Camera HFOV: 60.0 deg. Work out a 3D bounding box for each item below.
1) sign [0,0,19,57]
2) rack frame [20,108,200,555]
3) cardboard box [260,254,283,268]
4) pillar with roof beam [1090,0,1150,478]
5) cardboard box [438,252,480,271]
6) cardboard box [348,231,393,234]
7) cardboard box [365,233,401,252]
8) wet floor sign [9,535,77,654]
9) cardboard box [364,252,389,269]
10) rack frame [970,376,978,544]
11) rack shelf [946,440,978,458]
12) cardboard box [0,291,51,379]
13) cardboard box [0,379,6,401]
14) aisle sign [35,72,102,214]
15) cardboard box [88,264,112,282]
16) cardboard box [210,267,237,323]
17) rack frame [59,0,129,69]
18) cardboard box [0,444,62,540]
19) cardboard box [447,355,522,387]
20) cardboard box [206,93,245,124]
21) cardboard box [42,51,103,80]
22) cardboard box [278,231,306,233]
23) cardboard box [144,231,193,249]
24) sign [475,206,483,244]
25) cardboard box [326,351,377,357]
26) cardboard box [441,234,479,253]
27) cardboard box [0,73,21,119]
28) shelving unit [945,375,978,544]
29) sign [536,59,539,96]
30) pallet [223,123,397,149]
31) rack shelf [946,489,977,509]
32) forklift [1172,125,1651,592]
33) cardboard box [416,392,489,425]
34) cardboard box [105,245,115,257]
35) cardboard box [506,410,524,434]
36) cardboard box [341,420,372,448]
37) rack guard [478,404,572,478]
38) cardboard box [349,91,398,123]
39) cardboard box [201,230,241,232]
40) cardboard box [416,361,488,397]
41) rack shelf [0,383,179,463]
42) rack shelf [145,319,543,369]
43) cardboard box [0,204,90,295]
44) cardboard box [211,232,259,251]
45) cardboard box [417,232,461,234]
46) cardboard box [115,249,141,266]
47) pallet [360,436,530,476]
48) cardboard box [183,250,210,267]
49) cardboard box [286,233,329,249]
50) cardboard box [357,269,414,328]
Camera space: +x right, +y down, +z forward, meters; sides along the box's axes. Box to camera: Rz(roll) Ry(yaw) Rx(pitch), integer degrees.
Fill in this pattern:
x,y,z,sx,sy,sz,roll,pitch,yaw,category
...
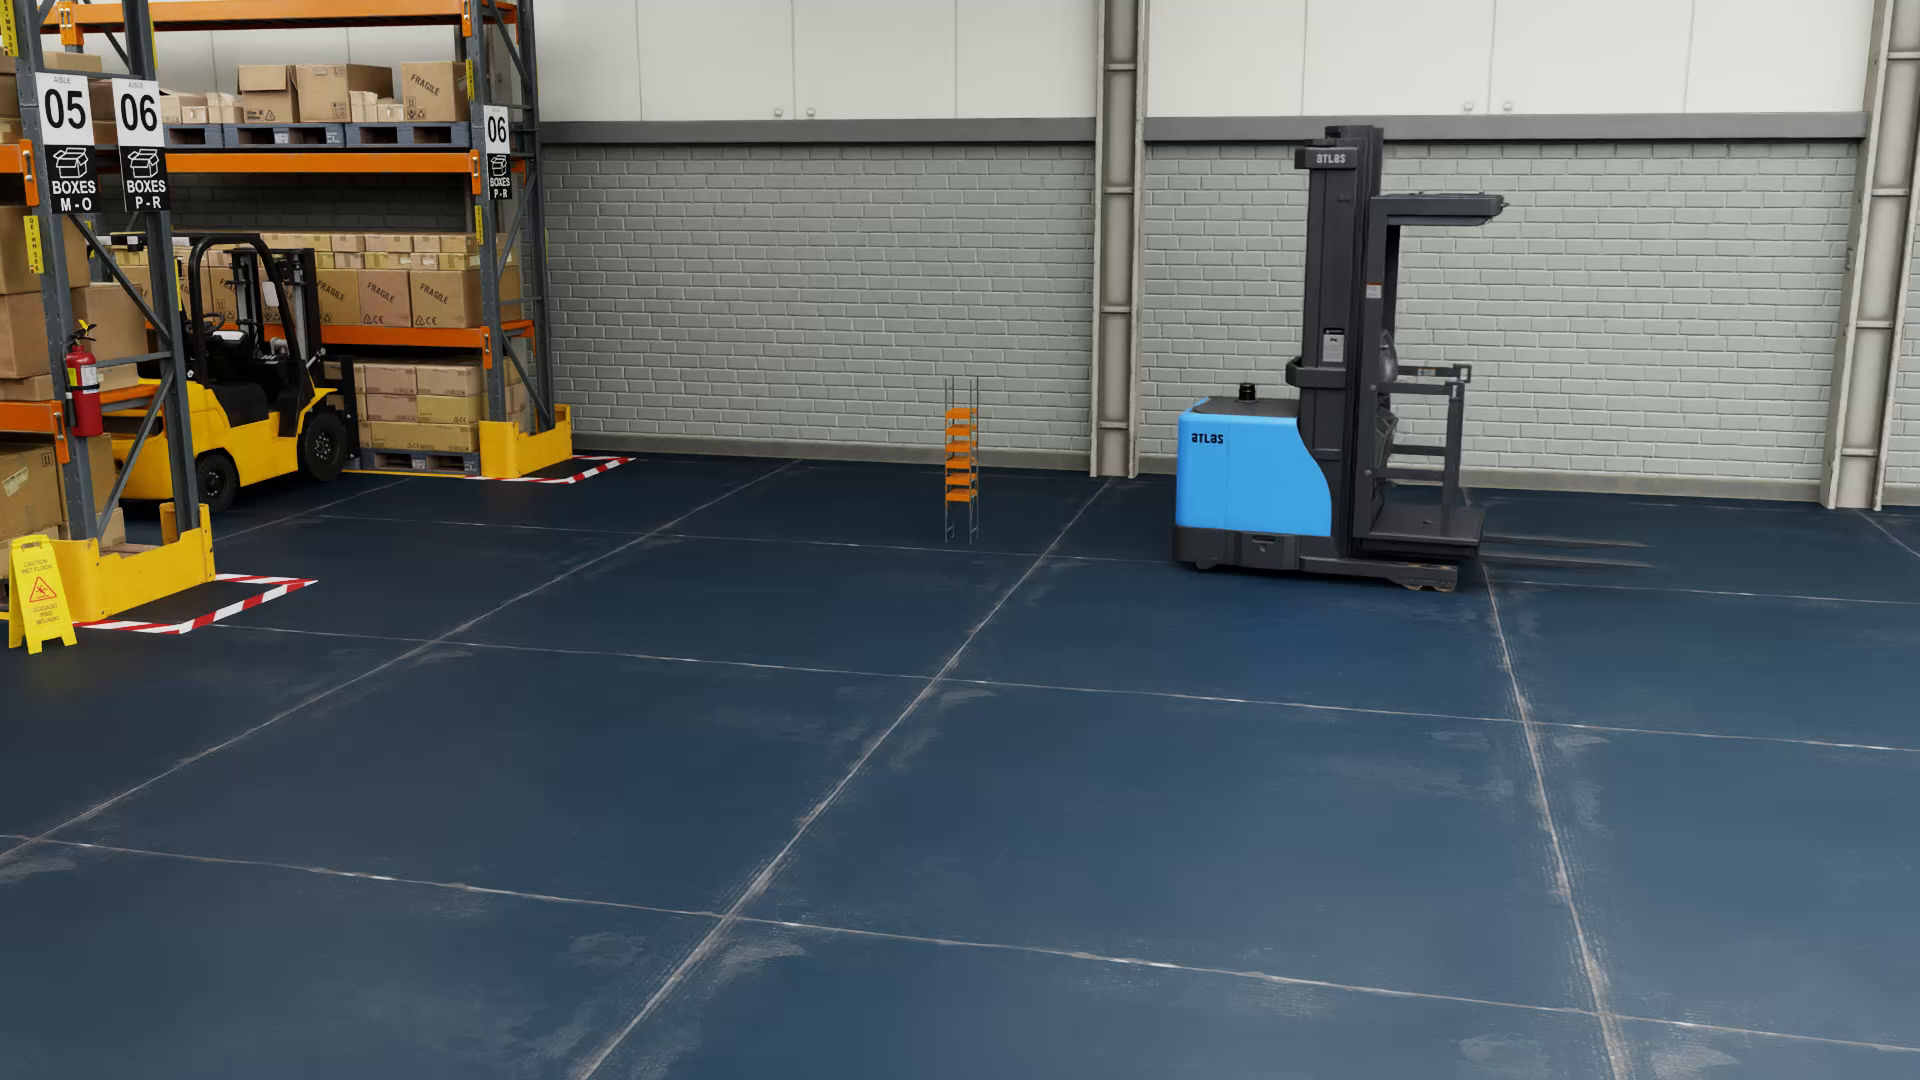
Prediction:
x,y,z,sx,sy,sz,roll,pitch,yaw,category
-5.322,-2.875,9.295,0.005,0.325,0.100,3,13,14,sign
-5.169,-1.094,10.237,0.127,3.000,1.000,3,13,14,rack frame
-6.124,-2.554,15.093,0.250,0.149,0.380,3,13,12,cardboard box
0.350,-4.075,9.826,0.400,9.000,9.100,3,13,14,pillar with roof beam
-4.387,-2.462,14.677,0.250,0.149,0.380,3,13,14,cardboard box
-5.494,-2.801,15.517,0.250,0.149,0.380,3,13,12,cardboard box
-5.113,-2.665,14.906,0.250,0.149,0.380,3,13,14,cardboard box
-5.241,0.291,9.434,0.232,0.644,0.267,8,15,33,wet floor sign
-5.118,-2.511,14.896,0.250,0.149,0.380,3,13,13,cardboard box
0.103,-0.580,12.079,0.006,1.200,0.240,3,13,14,rack frame
0.014,-0.659,12.084,0.180,0.103,0.258,3,13,14,rack shelf
-5.762,-1.258,10.060,0.500,0.500,0.500,3,13,13,cardboard box
-5.856,-0.935,10.103,0.250,0.149,0.380,3,13,13,cardboard box
-5.179,-2.298,9.666,0.004,0.787,0.394,3,13,14,aisle sign
-8.405,-2.488,15.713,0.500,0.250,0.500,3,13,12,cardboard box
-6.497,-2.266,15.293,0.500,0.500,0.500,3,13,13,cardboard box
-7.867,-5.274,15.229,0.127,3.000,1.000,3,13,14,rack frame
-6.010,-0.309,10.349,0.500,0.500,0.500,3,13,14,cardboard box
-4.405,-1.553,15.379,0.500,0.250,0.500,3,13,13,cardboard box
-6.499,-3.857,14.877,0.258,0.266,0.396,3,13,12,cardboard box
-5.465,-2.886,10.130,0.250,0.149,0.380,3,13,13,cardboard box
-6.249,-2.830,15.647,0.250,0.149,0.380,3,13,13,cardboard box
-7.349,-2.786,15.451,0.250,0.149,0.380,3,13,14,cardboard box
-4.127,-2.705,14.281,0.005,0.325,0.100,3,13,14,sign
-5.870,-1.634,15.746,0.500,0.250,0.500,3,13,12,cardboard box
-4.382,-2.623,14.714,0.250,0.149,0.380,3,13,14,cardboard box
-5.731,-2.600,9.761,0.500,0.250,0.500,3,13,13,cardboard box
0.014,-0.585,12.100,0.189,1.200,0.258,3,13,14,shelving unit
-3.845,-4.184,15.039,0.005,0.325,0.100,3,13,14,sign
-5.852,-3.664,15.101,1.213,0.211,1.003,3,13,14,pallet
0.014,-0.307,12.162,0.180,0.103,0.258,3,13,14,rack shelf
3.023,-1.222,10.977,3.031,2.935,1.130,4,13,19,forklift
-4.531,-1.204,14.959,0.500,0.250,0.500,3,13,13,cardboard box
-8.157,-2.774,16.083,0.250,0.149,0.380,3,13,12,cardboard box
-4.414,-1.067,15.495,0.500,0.250,0.500,3,13,14,cardboard box
-5.480,-1.014,15.257,0.500,0.250,0.500,3,13,14,cardboard box
-3.960,-0.916,15.208,0.348,0.500,1.175,3,13,14,rack guard
-5.107,-3.782,14.541,0.258,0.266,0.396,3,13,14,cardboard box
-6.991,-2.870,15.830,0.250,0.149,0.380,3,13,13,cardboard box
-4.505,-1.447,14.899,0.500,0.250,0.500,4,13,15,cardboard box
-7.111,-0.846,10.783,4.000,0.370,1.077,3,13,14,rack shelf
-5.925,-1.890,15.489,4.000,0.370,1.077,3,13,14,rack shelf
-5.718,-1.756,9.998,0.500,0.500,0.700,3,13,12,cardboard box
-6.620,-2.728,15.190,0.250,0.149,0.380,3,13,13,cardboard box
-4.764,-2.742,15.252,0.250,0.149,0.380,3,13,15,cardboard box
-7.621,-2.639,15.474,0.250,0.149,0.380,3,13,13,cardboard box
-4.736,-0.807,15.384,1.213,0.211,1.003,3,13,14,pallet
-6.888,-2.590,15.252,0.250,0.149,0.380,3,13,15,cardboard box
-5.873,-2.701,15.067,0.250,0.149,0.380,3,13,14,cardboard box
-5.026,-2.186,14.928,0.500,0.500,0.500,3,13,15,cardboard box
